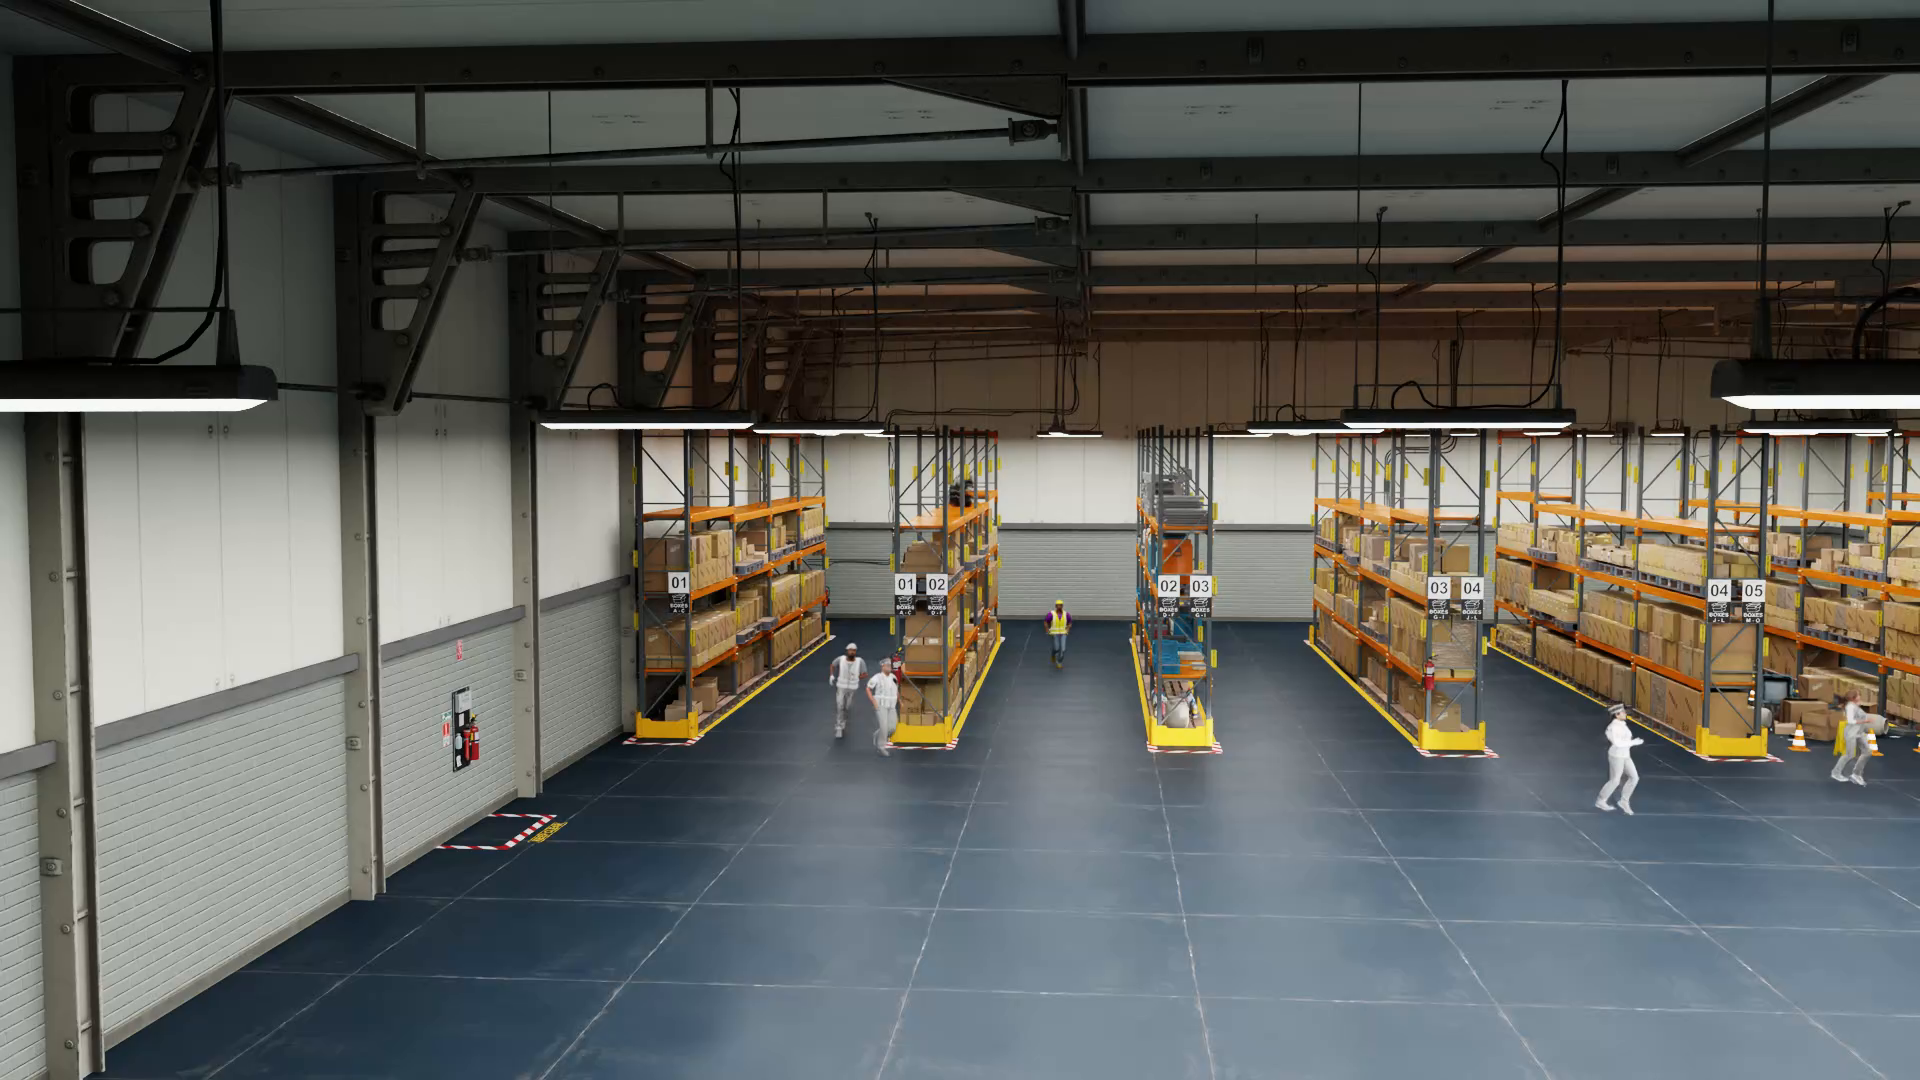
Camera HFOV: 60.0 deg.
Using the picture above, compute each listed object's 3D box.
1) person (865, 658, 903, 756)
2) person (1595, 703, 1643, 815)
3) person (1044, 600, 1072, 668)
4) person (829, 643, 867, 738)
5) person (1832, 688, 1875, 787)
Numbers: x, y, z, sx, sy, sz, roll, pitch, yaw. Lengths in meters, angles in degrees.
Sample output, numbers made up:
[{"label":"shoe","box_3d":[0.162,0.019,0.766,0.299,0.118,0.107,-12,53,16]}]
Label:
[{"label":"person","box_3d":[-1.359,3.039,30.447,0.710,1.746,0.572,-3,4,-38]},{"label":"person","box_3d":[10.092,3.350,25.422,0.684,1.734,0.592,2,4,34]},{"label":"person","box_3d":[2.483,2.360,41.709,0.703,1.717,0.584,0,3,-8]},{"label":"person","box_3d":[-2.170,2.888,32.348,0.727,1.779,0.971,-1,3,-9]},{"label":"person","box_3d":[14.812,3.268,27.535,0.514,1.620,0.660,-3,5,-41]}]
